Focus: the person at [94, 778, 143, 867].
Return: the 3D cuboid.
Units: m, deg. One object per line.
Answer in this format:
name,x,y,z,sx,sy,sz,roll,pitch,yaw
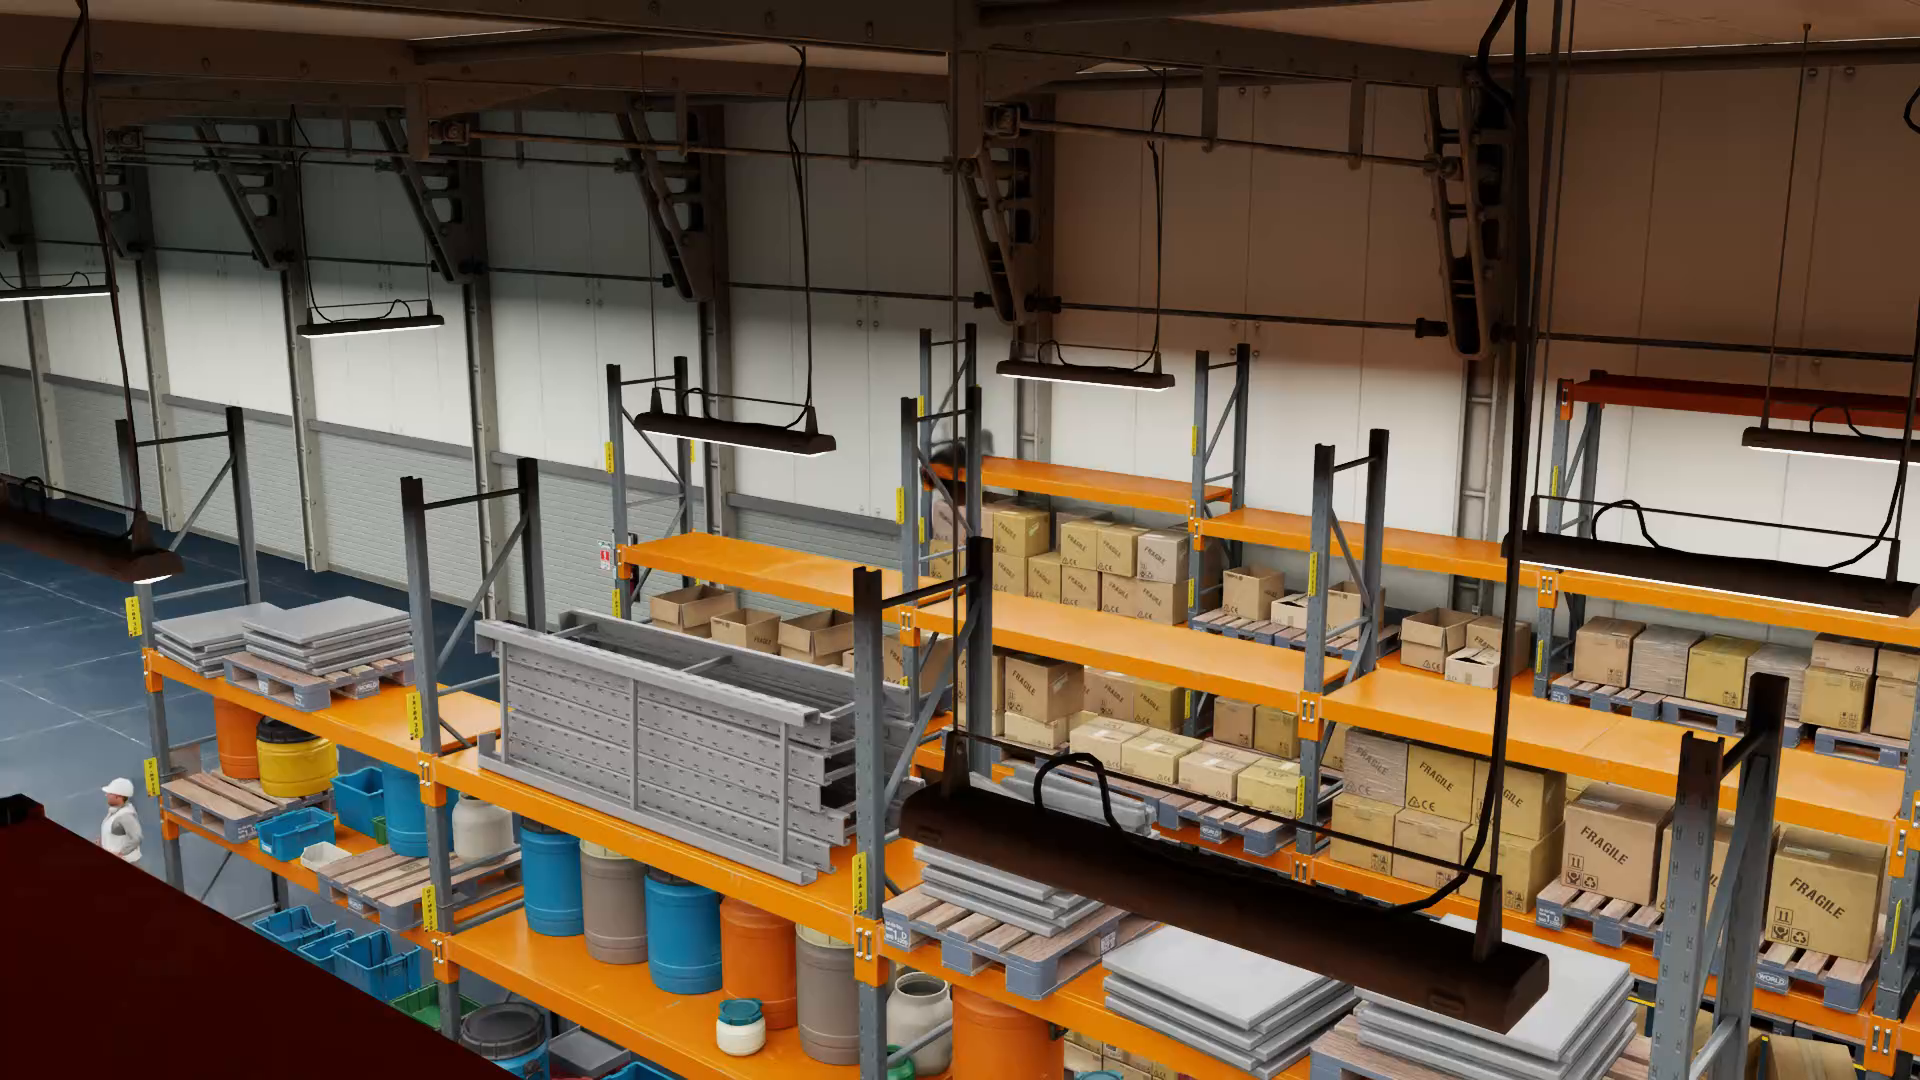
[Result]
person,-8.781,3.344,17.525,0.765,1.741,0.659,-7,14,-28
